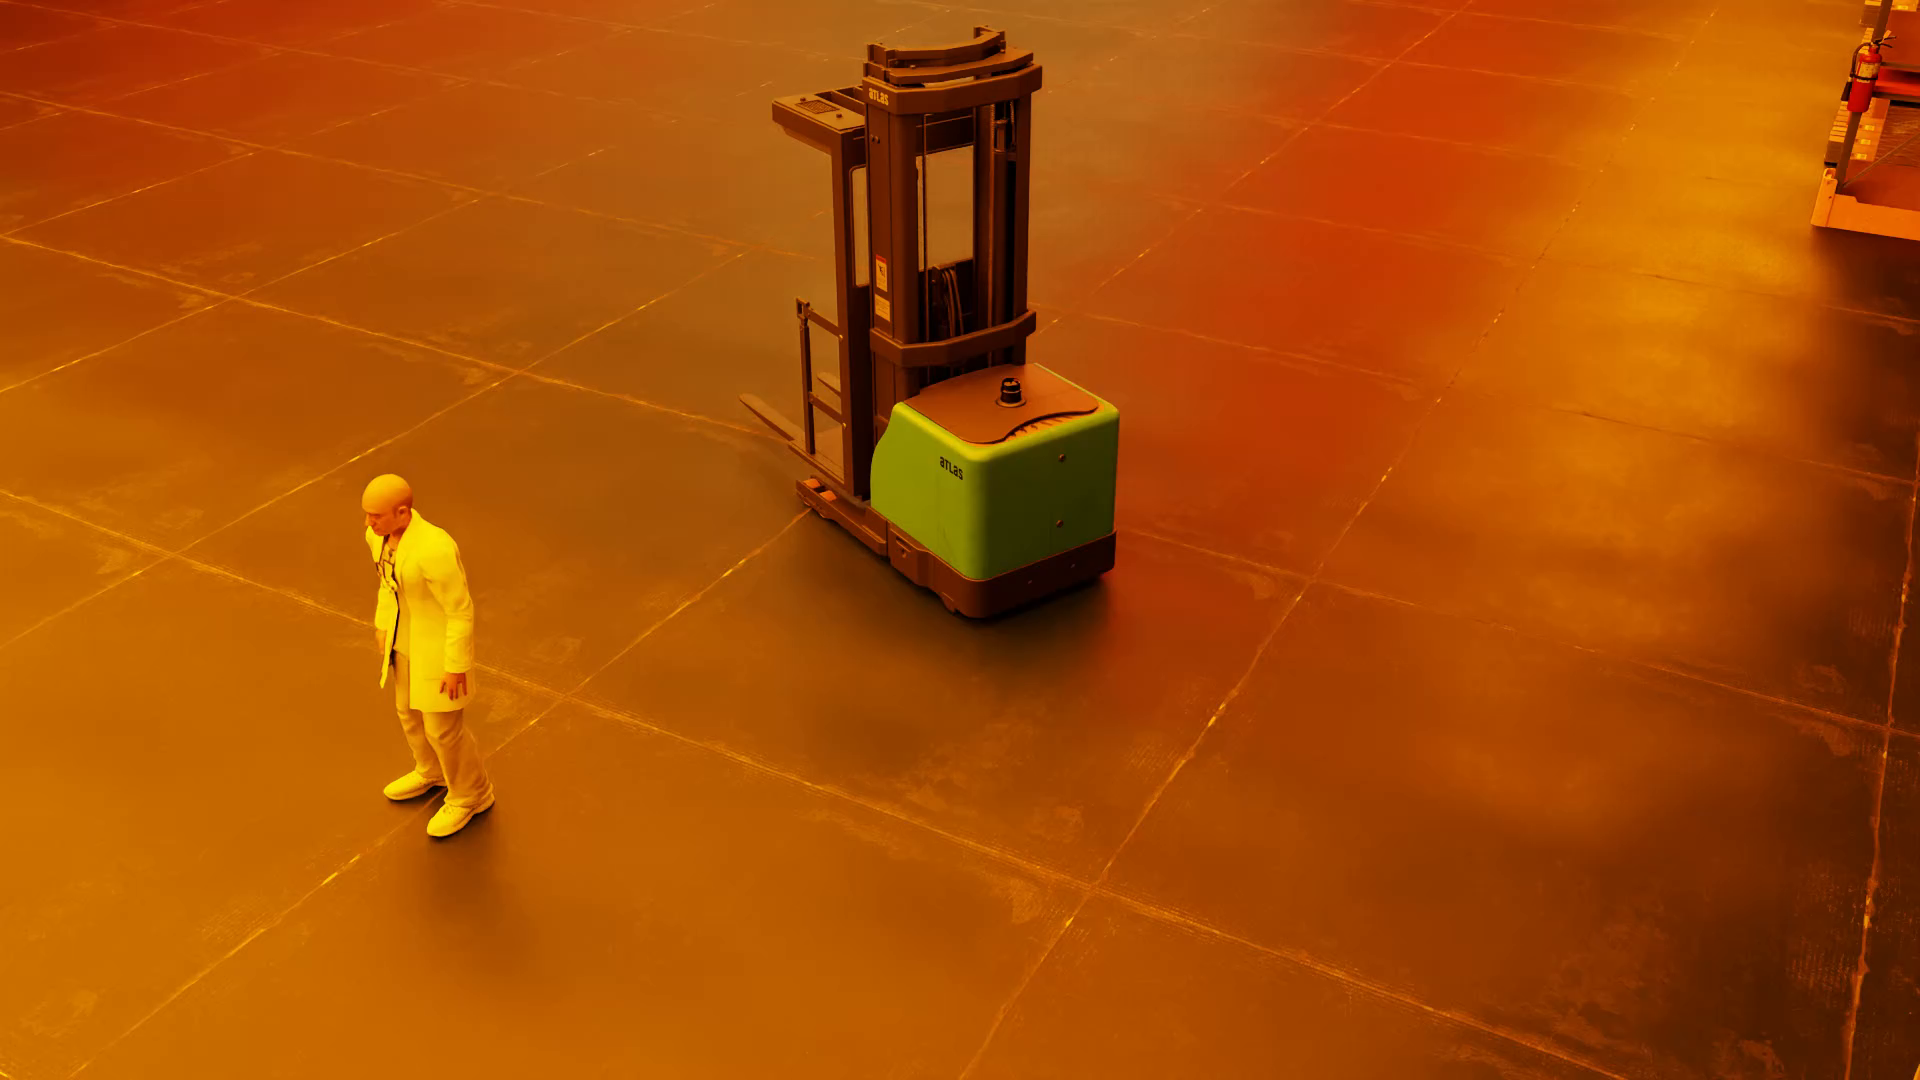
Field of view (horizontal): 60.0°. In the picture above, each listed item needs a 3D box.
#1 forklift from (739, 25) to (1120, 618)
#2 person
[{"bbox_3d":[-0.360,-1.528,9.717,1.130,2.935,3.031,-19,35,-30],"label":"forklift"},{"bbox_3d":[-2.384,0.482,7.394,0.649,1.772,0.436,24,38,35],"label":"person"}]
